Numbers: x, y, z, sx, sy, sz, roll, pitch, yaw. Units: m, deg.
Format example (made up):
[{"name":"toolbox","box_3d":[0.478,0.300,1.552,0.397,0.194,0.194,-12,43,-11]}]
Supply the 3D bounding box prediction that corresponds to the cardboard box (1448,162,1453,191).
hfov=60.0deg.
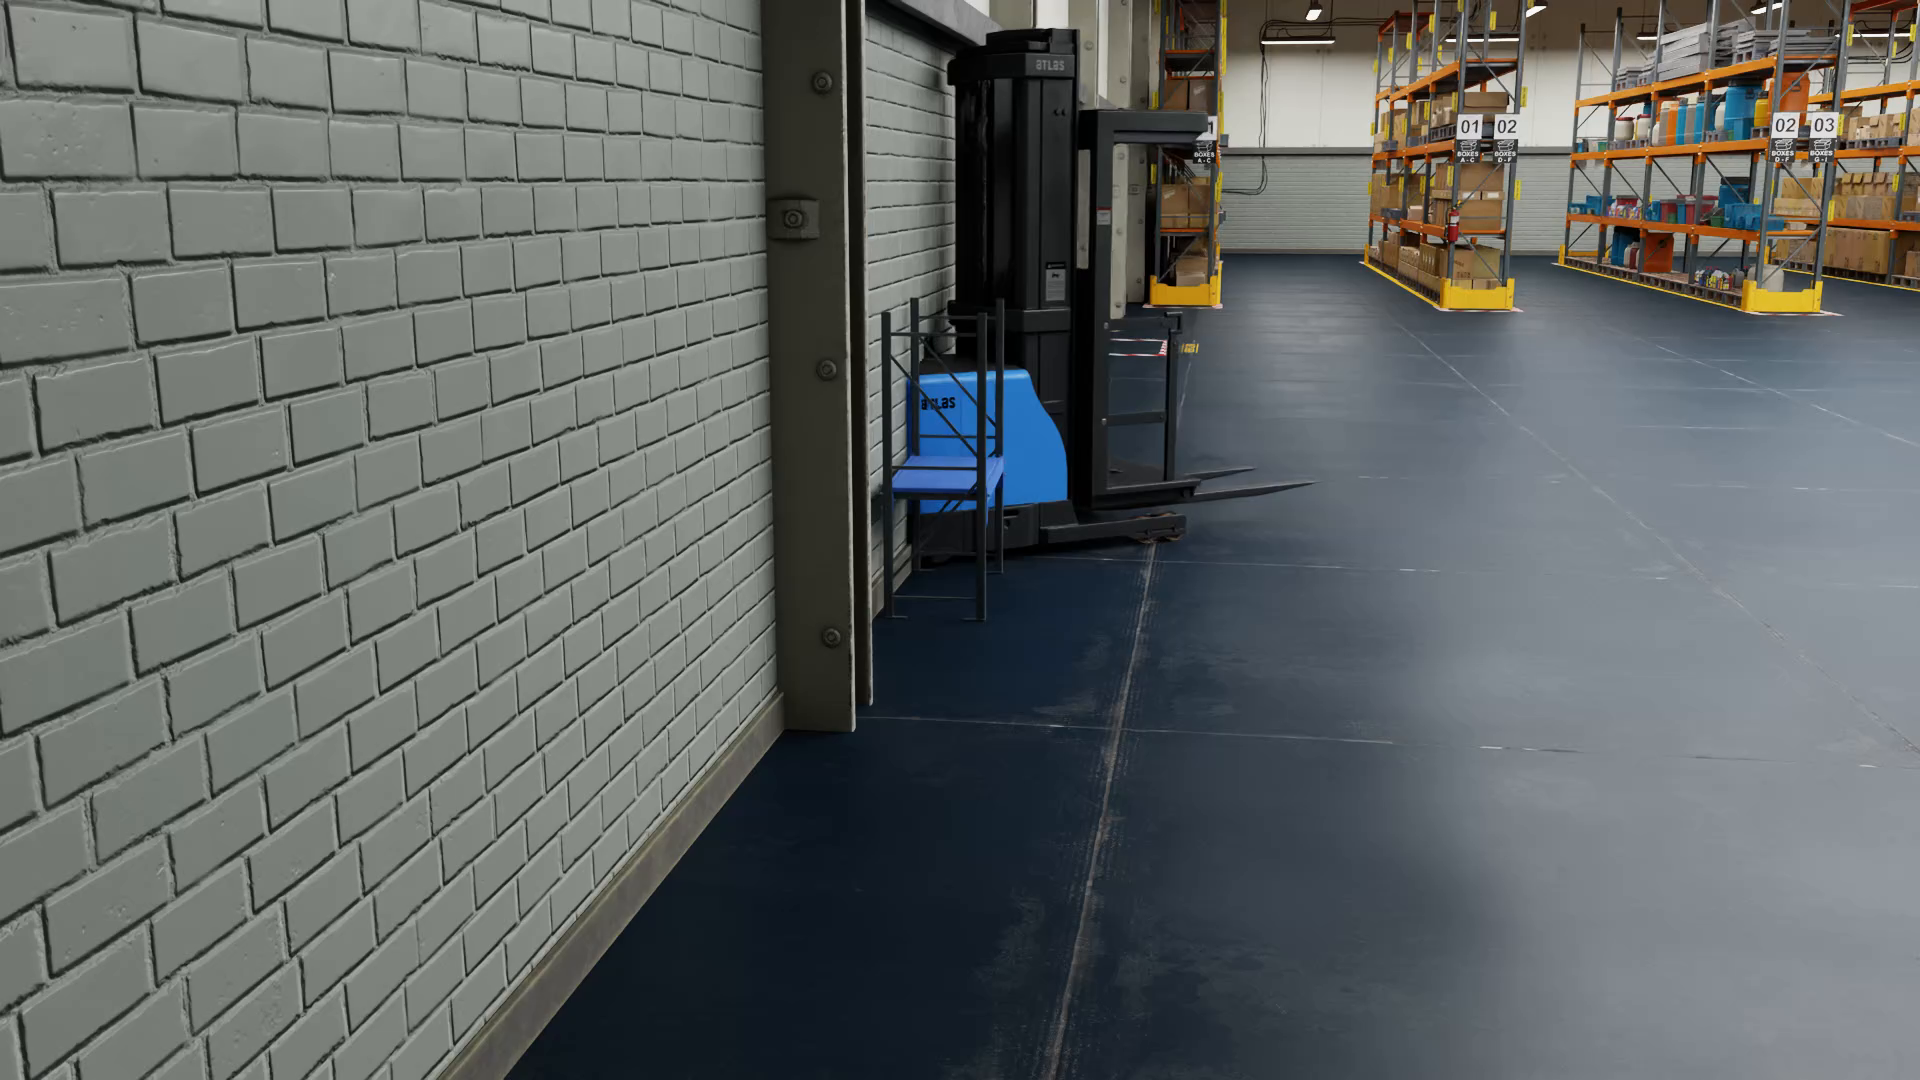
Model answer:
[{"name":"cardboard box","box_3d":[9.036,-6.429,29.388,0.700,0.500,0.500,2,12,9]}]

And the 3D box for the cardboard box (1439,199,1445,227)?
[{"name":"cardboard box","box_3d":[9.189,-5.998,30.468,0.700,0.500,0.500,2,12,9]}]

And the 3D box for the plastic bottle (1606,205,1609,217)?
[{"name":"plastic bottle","box_3d":[15.053,-7.641,38.604,0.061,0.283,0.133,2,12,9]}]

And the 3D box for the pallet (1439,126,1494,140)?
[{"name":"pallet","box_3d":[9.111,-7.248,29.593,1.003,0.211,1.213,2,12,9]}]

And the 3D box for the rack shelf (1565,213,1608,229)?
[{"name":"rack shelf","box_3d":[15.838,-7.825,40.889,1.077,0.370,4.000,2,12,9]}]

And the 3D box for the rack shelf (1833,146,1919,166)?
[{"name":"rack shelf","box_3d":[20.117,-8.298,35.965,1.077,0.370,4.000,2,12,9]}]

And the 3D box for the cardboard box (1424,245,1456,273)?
[{"name":"cardboard box","box_3d":[8.872,-5.189,30.702,0.500,0.500,0.500,2,12,9]}]

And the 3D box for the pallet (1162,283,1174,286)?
[{"name":"pallet","box_3d":[4.257,-4.657,31.102,1.003,0.211,1.213,2,12,9]}]

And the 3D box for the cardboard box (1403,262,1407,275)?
[{"name":"cardboard box","box_3d":[9.500,-5.637,34.561,0.500,0.250,0.500,2,12,7]}]

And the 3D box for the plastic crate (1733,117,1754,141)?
[{"name":"plastic crate","box_3d":[13.681,-7.127,28.864,0.392,0.384,0.575,2,12,9]}]

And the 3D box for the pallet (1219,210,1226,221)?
[{"name":"pallet","box_3d":[5.122,-7.003,35.823,1.213,0.211,1.003,2,12,9]}]

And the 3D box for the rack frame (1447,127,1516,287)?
[{"name":"rack frame","box_3d":[8.791,-5.423,28.039,1.000,3.000,0.127,2,12,9]}]

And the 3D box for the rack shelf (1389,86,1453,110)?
[{"name":"rack shelf","box_3d":[10.329,-9.891,37.184,1.077,0.370,4.000,2,12,9]}]

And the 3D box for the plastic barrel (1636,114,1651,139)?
[{"name":"plastic barrel","box_3d":[15.039,-9.039,36.379,0.433,0.535,0.433,0,12,0]}]

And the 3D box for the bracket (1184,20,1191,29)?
[{"name":"bracket","box_3d":[6.204,-14.098,45.508,0.235,0.232,0.430,2,12,9]}]

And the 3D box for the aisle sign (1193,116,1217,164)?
[{"name":"aisle sign","box_3d":[4.181,-6.829,28.392,0.394,0.787,0.004,2,12,9]}]

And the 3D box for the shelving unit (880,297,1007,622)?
[{"name":"shelving unit","box_3d":[-0.069,-0.449,8.517,0.538,1.500,1.048,1,12,6]}]

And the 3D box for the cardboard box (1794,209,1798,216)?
[{"name":"cardboard box","box_3d":[20.424,-7.926,40.248,0.380,0.149,0.250,2,12,7]}]

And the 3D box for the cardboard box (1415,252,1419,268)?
[{"name":"cardboard box","box_3d":[9.185,-5.485,32.523,0.500,0.311,0.500,2,12,9]}]

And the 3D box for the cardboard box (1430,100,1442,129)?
[{"name":"cardboard box","box_3d":[9.068,-7.949,31.070,0.500,0.500,0.500,3,13,13]}]

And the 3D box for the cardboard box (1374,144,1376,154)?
[{"name":"cardboard box","box_3d":[10.922,-10.048,42.736,0.500,0.250,0.500,2,12,9]}]

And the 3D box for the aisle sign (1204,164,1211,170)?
[{"name":"aisle sign","box_3d":[6.664,-10.190,43.986,0.394,0.787,0.004,2,12,9]}]

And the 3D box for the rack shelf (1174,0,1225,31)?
[{"name":"rack shelf","box_3d":[5.434,-11.870,37.533,1.077,0.370,4.000,2,12,9]}]

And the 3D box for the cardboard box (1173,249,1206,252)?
[{"name":"cardboard box","box_3d":[4.756,-5.777,34.568,0.700,0.500,0.500,2,12,9]}]

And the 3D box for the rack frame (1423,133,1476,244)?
[{"name":"rack frame","box_3d":[9.406,-6.256,31.903,1.000,3.000,0.127,2,12,9]}]

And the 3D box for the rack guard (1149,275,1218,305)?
[{"name":"rack guard","box_3d":[3.907,-4.377,29.117,1.175,0.500,0.348,2,12,9]}]

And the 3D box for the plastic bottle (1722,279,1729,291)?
[{"name":"plastic bottle","box_3d":[13.534,-4.506,29.379,0.097,0.201,0.097,0,12,0]}]

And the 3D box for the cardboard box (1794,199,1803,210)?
[{"name":"cardboard box","box_3d":[20.470,-8.092,40.070,0.500,0.250,0.500,2,12,8]}]

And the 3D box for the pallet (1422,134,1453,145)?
[{"name":"pallet","box_3d":[9.529,-7.813,32.461,0.805,0.209,1.217,1,12,6]}]

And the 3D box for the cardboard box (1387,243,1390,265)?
[{"name":"cardboard box","box_3d":[10.166,-6.607,38.418,0.500,0.500,0.500,2,12,9]}]

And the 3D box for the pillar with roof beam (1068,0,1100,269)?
[{"name":"pillar with roof beam","box_3d":[5.557,-6.052,16.716,9.100,9.000,0.400,2,12,9]}]

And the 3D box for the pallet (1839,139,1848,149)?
[{"name":"pallet","box_3d":[20.561,-9.193,38.619,1.003,0.211,1.213,2,12,9]}]

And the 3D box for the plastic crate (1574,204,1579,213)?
[{"name":"plastic crate","box_3d":[15.681,-8.363,41.932,0.416,0.233,0.300,2,12,9]}]

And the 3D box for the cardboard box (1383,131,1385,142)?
[{"name":"cardboard box","box_3d":[10.523,-9.773,40.270,0.500,0.250,0.500,2,12,9]}]

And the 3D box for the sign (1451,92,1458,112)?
[{"name":"sign","box_3d":[8.257,-7.304,27.733,0.100,0.325,0.005,2,12,9]}]

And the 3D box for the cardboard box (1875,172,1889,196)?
[{"name":"cardboard box","box_3d":[20.041,-7.594,35.490,0.797,0.503,0.637,2,12,10]}]

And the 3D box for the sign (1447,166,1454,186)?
[{"name":"sign","box_3d":[8.257,-6.126,27.987,0.100,0.325,0.005,2,12,9]}]

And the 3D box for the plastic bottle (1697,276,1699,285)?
[{"name":"plastic bottle","box_3d":[13.787,-4.847,30.964,0.097,0.201,0.097,0,12,0]}]

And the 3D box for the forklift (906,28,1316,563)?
[{"name":"forklift","box_3d":[0.785,-1.501,10.000,3.031,2.935,1.130,-6,14,-27]}]

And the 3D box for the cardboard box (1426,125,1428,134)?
[{"name":"cardboard box","box_3d":[9.945,-8.481,34.466,0.500,0.250,0.500,2,12,10]}]

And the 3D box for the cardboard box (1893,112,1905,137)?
[{"name":"cardboard box","box_3d":[19.832,-8.618,34.502,0.797,0.503,0.637,3,12,12]}]

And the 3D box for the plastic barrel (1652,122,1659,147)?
[{"name":"plastic barrel","box_3d":[14.565,-8.394,34.436,0.421,0.512,0.421,0,12,0]}]

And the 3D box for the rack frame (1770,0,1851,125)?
[{"name":"rack frame","box_3d":[13.685,-8.195,26.659,1.000,3.000,0.127,2,12,9]}]

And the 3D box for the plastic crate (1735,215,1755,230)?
[{"name":"plastic crate","box_3d":[13.572,-5.438,28.461,0.499,0.251,0.408,2,12,9]}]

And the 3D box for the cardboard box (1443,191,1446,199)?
[{"name":"cardboard box","box_3d":[8.898,-6.198,29.856,0.380,0.149,0.250,2,12,8]}]

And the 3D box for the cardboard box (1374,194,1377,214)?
[{"name":"cardboard box","box_3d":[10.769,-8.507,42.111,0.500,0.500,0.500,2,12,8]}]

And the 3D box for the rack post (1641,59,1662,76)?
[{"name":"rack post","box_3d":[14.986,-9.975,35.100,0.954,0.300,0.937,2,12,9]}]

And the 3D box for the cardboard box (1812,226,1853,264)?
[{"name":"cardboard box","box_3d":[20.605,-6.901,38.942,0.875,0.875,0.875,2,12,9]}]

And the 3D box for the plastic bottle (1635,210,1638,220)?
[{"name":"plastic bottle","box_3d":[14.642,-7.020,35.920,0.097,0.201,0.097,0,12,0]}]

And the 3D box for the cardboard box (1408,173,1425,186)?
[{"name":"cardboard box","box_3d":[10.987,-8.548,39.927,0.500,0.500,0.500,2,12,10]}]

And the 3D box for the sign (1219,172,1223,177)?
[{"name":"sign","box_3d":[6.891,-9.575,43.993,0.100,0.325,0.005,2,12,9]}]

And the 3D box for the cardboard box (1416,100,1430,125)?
[{"name":"cardboard box","box_3d":[10.095,-9.183,35.755,0.500,0.500,0.500,2,12,9]}]

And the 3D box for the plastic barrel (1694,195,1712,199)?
[{"name":"plastic barrel","box_3d":[14.843,-6.596,33.158,0.433,0.535,0.433,0,12,0]}]

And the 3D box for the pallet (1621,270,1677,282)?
[{"name":"pallet","box_3d":[14.995,-5.730,36.080,1.003,0.211,1.213,2,12,9]}]
